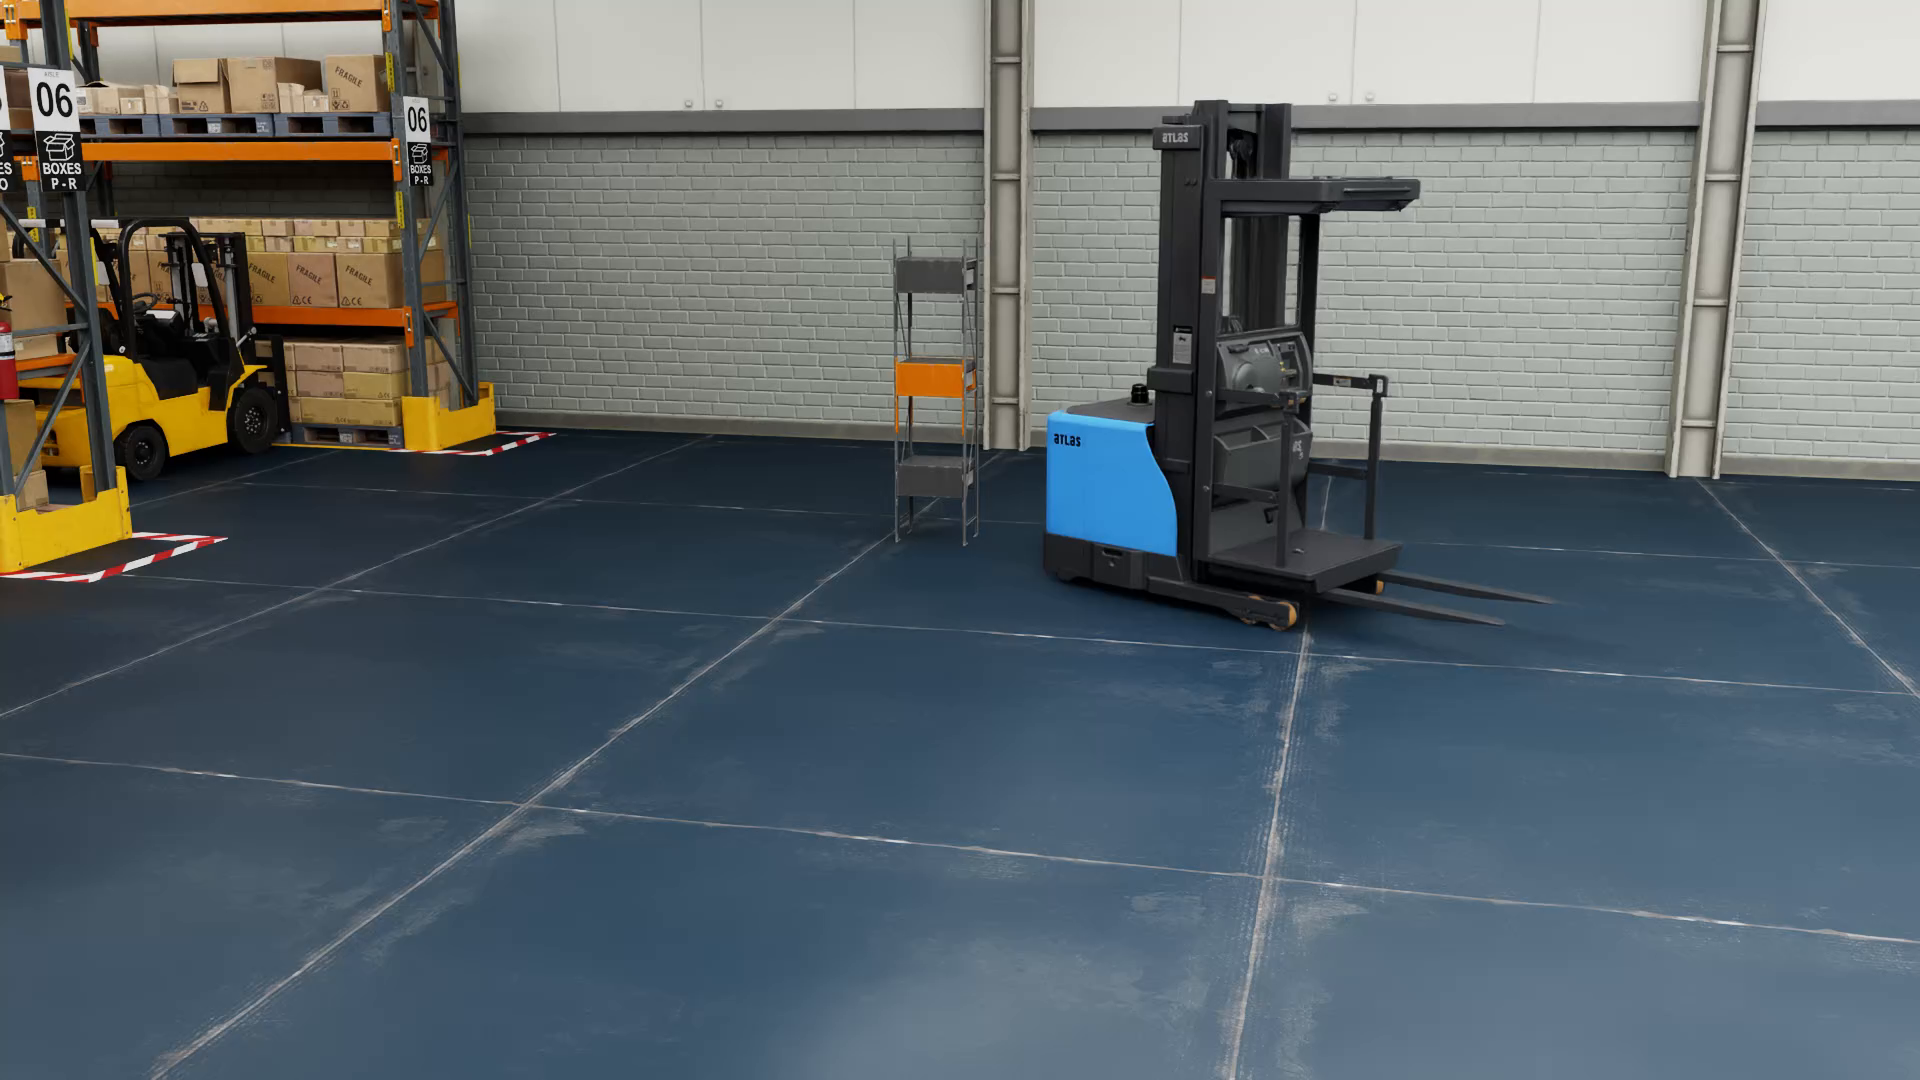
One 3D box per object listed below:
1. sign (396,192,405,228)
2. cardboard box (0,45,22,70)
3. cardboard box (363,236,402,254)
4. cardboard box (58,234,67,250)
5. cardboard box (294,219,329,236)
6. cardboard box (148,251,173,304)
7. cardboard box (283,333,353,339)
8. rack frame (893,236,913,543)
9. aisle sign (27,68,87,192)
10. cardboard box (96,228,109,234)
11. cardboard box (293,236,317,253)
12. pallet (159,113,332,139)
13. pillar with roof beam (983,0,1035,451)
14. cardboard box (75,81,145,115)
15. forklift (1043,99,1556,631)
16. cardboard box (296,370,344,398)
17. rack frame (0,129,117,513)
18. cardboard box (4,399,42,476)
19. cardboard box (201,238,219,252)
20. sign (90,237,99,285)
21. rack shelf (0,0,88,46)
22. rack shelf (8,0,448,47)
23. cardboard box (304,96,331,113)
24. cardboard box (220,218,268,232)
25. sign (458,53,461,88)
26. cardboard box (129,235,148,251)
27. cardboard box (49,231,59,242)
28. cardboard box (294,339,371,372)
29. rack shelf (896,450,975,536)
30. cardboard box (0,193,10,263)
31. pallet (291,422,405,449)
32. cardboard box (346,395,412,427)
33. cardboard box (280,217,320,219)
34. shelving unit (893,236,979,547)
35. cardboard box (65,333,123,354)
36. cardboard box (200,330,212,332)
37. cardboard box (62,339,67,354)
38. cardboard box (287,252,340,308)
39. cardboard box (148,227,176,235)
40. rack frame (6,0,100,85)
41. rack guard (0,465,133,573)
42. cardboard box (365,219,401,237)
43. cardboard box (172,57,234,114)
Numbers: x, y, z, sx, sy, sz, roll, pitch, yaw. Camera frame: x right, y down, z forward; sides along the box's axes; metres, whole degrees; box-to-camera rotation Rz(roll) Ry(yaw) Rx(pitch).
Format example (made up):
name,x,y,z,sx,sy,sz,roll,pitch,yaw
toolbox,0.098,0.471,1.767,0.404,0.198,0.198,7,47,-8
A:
name,x,y,z,sx,sy,sz,roll,pitch,yaw
sign,-5.066,-2.988,15.055,0.005,0.325,0.100,3,13,14
cardboard box,-6.404,-3.169,10.904,0.250,0.149,0.380,3,13,13
cardboard box,-5.326,-2.745,15.452,0.250,0.149,0.380,3,13,14
cardboard box,-8.560,-2.921,16.248,0.250,0.149,0.380,3,13,13
cardboard box,-6.052,-2.948,15.680,0.250,0.149,0.380,3,13,14
cardboard box,-7.436,-2.549,16.067,0.500,0.500,0.500,3,13,13
cardboard box,-6.313,-1.889,16.394,0.500,0.250,0.500,3,13,13
rack frame,-0.398,-1.046,11.602,0.015,2.100,0.400,3,13,14
aisle sign,-5.974,-2.707,11.009,0.004,0.787,0.394,3,13,14
cardboard box,-8.288,-3.069,16.225,0.250,0.149,0.380,3,13,14
cardboard box,-6.057,-2.793,15.671,0.250,0.149,0.380,3,13,13
pallet,-6.791,-3.946,15.875,1.213,0.211,1.003,3,13,14
pillar with roof beam,-0.589,-4.358,10.601,0.400,9.000,9.100,3,13,14
cardboard box,-8.057,-4.208,15.856,0.500,0.311,0.500,3,13,15
forklift,1.954,-1.044,9.673,3.031,2.935,1.130,11,17,41
cardboard box,-5.954,-1.515,15.860,0.500,0.250,0.500,3,13,13
rack frame,-6.108,-1.376,11.012,0.127,3.000,1.000,3,13,14
cardboard box,-6.848,-0.706,11.638,0.500,0.500,0.500,3,13,12
cardboard box,-7.063,-2.837,15.867,0.250,0.149,0.380,3,13,12
sign,-5.978,-1.913,11.432,0.005,0.325,0.100,3,13,14
rack shelf,-10.748,-5.114,16.592,4.000,0.370,1.077,3,13,14
rack shelf,-6.864,-4.906,15.656,4.000,0.370,1.077,3,13,14
cardboard box,-5.800,-3.995,15.269,0.250,0.149,0.380,3,13,12
cardboard box,-6.811,-2.984,15.841,0.250,0.149,0.380,3,13,14
sign,-4.784,-4.466,15.814,0.005,0.325,0.100,3,13,14
cardboard box,-7.826,-2.872,16.026,0.250,0.149,0.380,3,13,15
cardboard box,-9.096,-3.057,16.857,0.250,0.149,0.380,3,13,12
cardboard box,-5.942,-1.755,15.787,0.500,0.250,0.500,3,13,15
rack shelf,-0.161,-0.337,11.700,0.480,0.518,0.431,3,13,14
cardboard box,-6.656,-2.039,10.773,0.500,0.500,0.700,3,13,12
pallet,-5.675,-1.090,16.158,1.213,0.211,1.003,3,13,14
cardboard box,-5.454,-1.241,15.780,0.500,0.250,0.500,3,13,14
cardboard box,-6.433,-3.083,16.291,0.250,0.149,0.380,3,13,12
shelving unit,-0.161,-1.034,11.545,0.503,2.100,0.431,3,13,14
cardboard box,-8.412,-1.888,16.386,0.500,0.250,0.500,3,13,13
cardboard box,-7.786,-1.971,16.761,0.500,0.250,0.500,3,13,13
cardboard box,-9.315,-1.698,16.976,0.625,0.625,0.875,4,13,16
cardboard box,-5.965,-2.468,15.703,0.500,0.500,0.500,3,13,15
cardboard box,-7.559,-3.011,15.964,0.250,0.149,0.380,3,13,13
rack frame,-8.806,-5.557,16.003,0.127,3.000,1.000,3,13,14
rack guard,-6.182,-0.160,11.300,0.348,0.500,1.175,3,13,14
cardboard box,-5.321,-2.905,15.488,0.250,0.149,0.380,3,13,14
cardboard box,-6.940,-4.273,15.705,0.637,0.503,0.797,3,13,15
